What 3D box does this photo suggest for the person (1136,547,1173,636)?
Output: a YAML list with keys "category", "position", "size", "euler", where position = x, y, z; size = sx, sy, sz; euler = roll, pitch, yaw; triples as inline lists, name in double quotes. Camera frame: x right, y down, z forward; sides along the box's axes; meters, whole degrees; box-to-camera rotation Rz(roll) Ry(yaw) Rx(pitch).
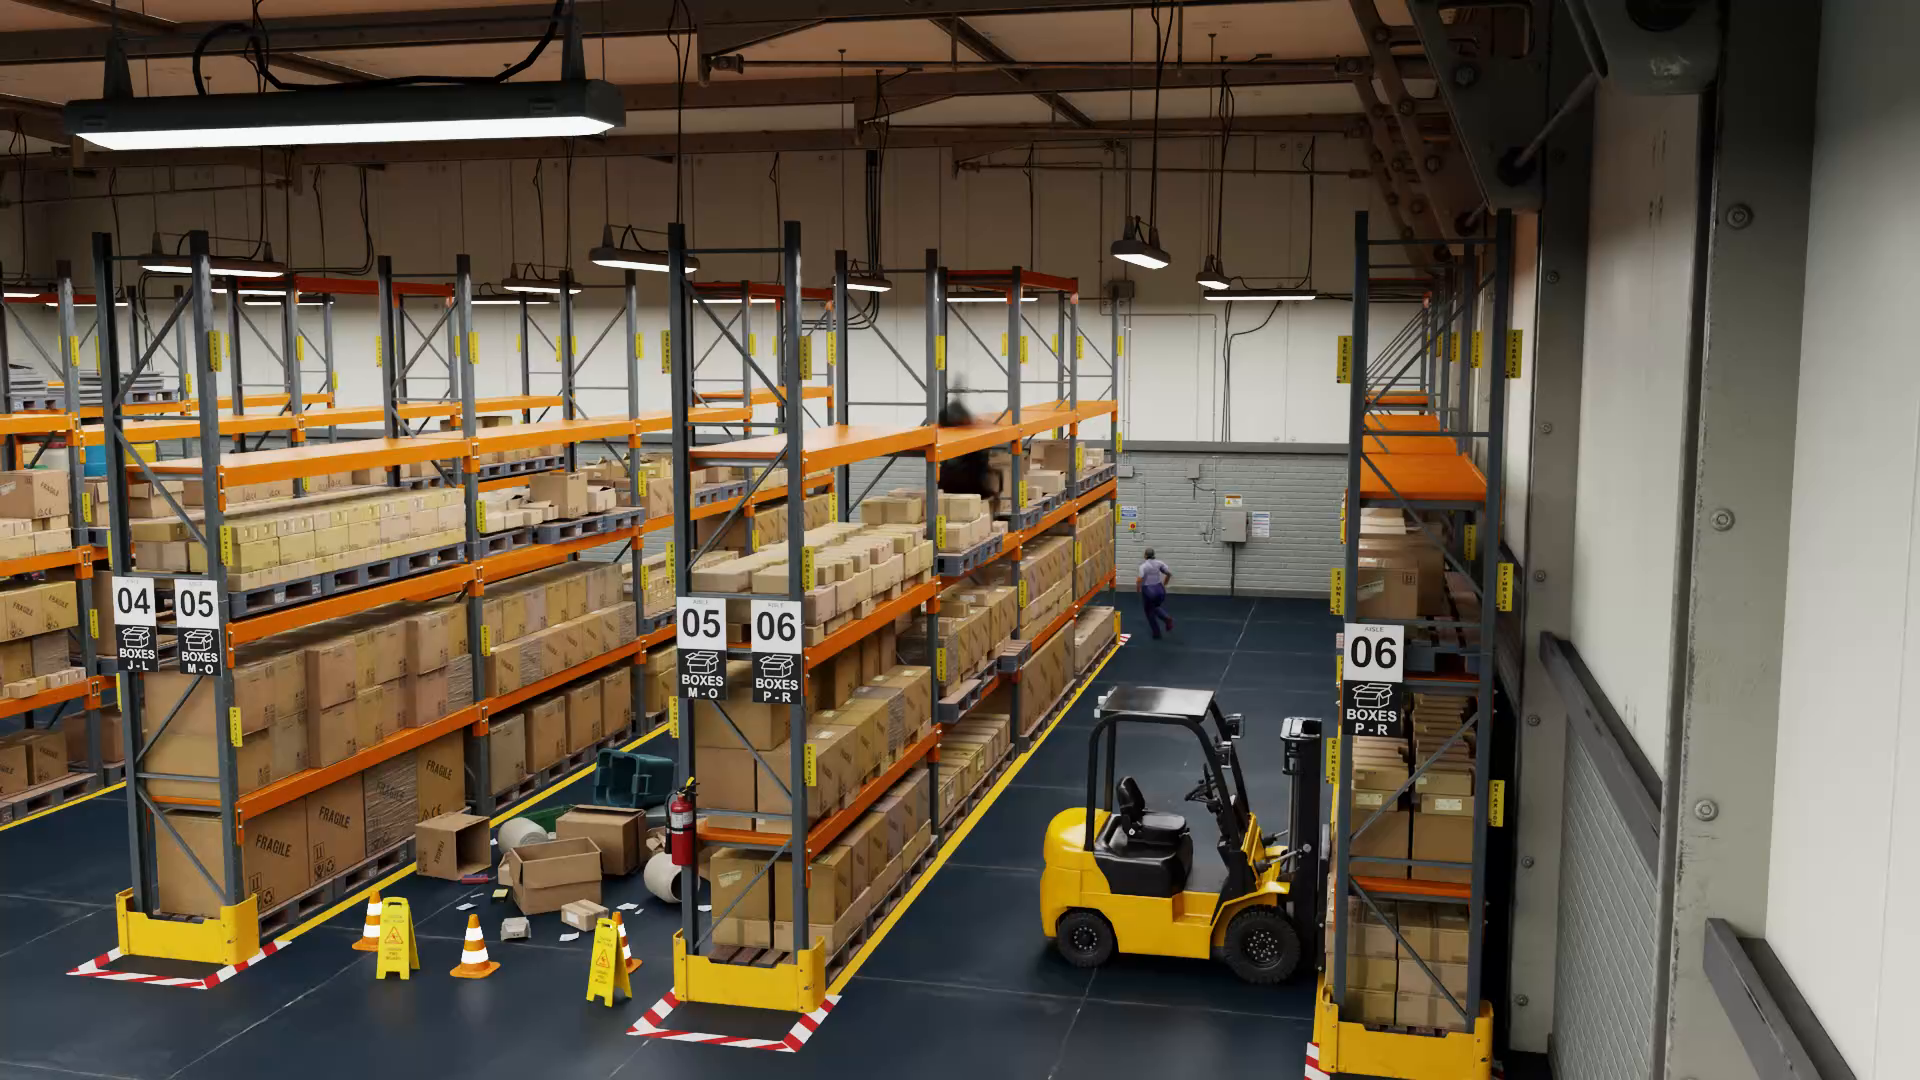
- category: "person"
  position: [3.297, 0.909, 28.618]
  size: [0.650, 1.564, 0.536]
  euler: [-3, 8, -24]
